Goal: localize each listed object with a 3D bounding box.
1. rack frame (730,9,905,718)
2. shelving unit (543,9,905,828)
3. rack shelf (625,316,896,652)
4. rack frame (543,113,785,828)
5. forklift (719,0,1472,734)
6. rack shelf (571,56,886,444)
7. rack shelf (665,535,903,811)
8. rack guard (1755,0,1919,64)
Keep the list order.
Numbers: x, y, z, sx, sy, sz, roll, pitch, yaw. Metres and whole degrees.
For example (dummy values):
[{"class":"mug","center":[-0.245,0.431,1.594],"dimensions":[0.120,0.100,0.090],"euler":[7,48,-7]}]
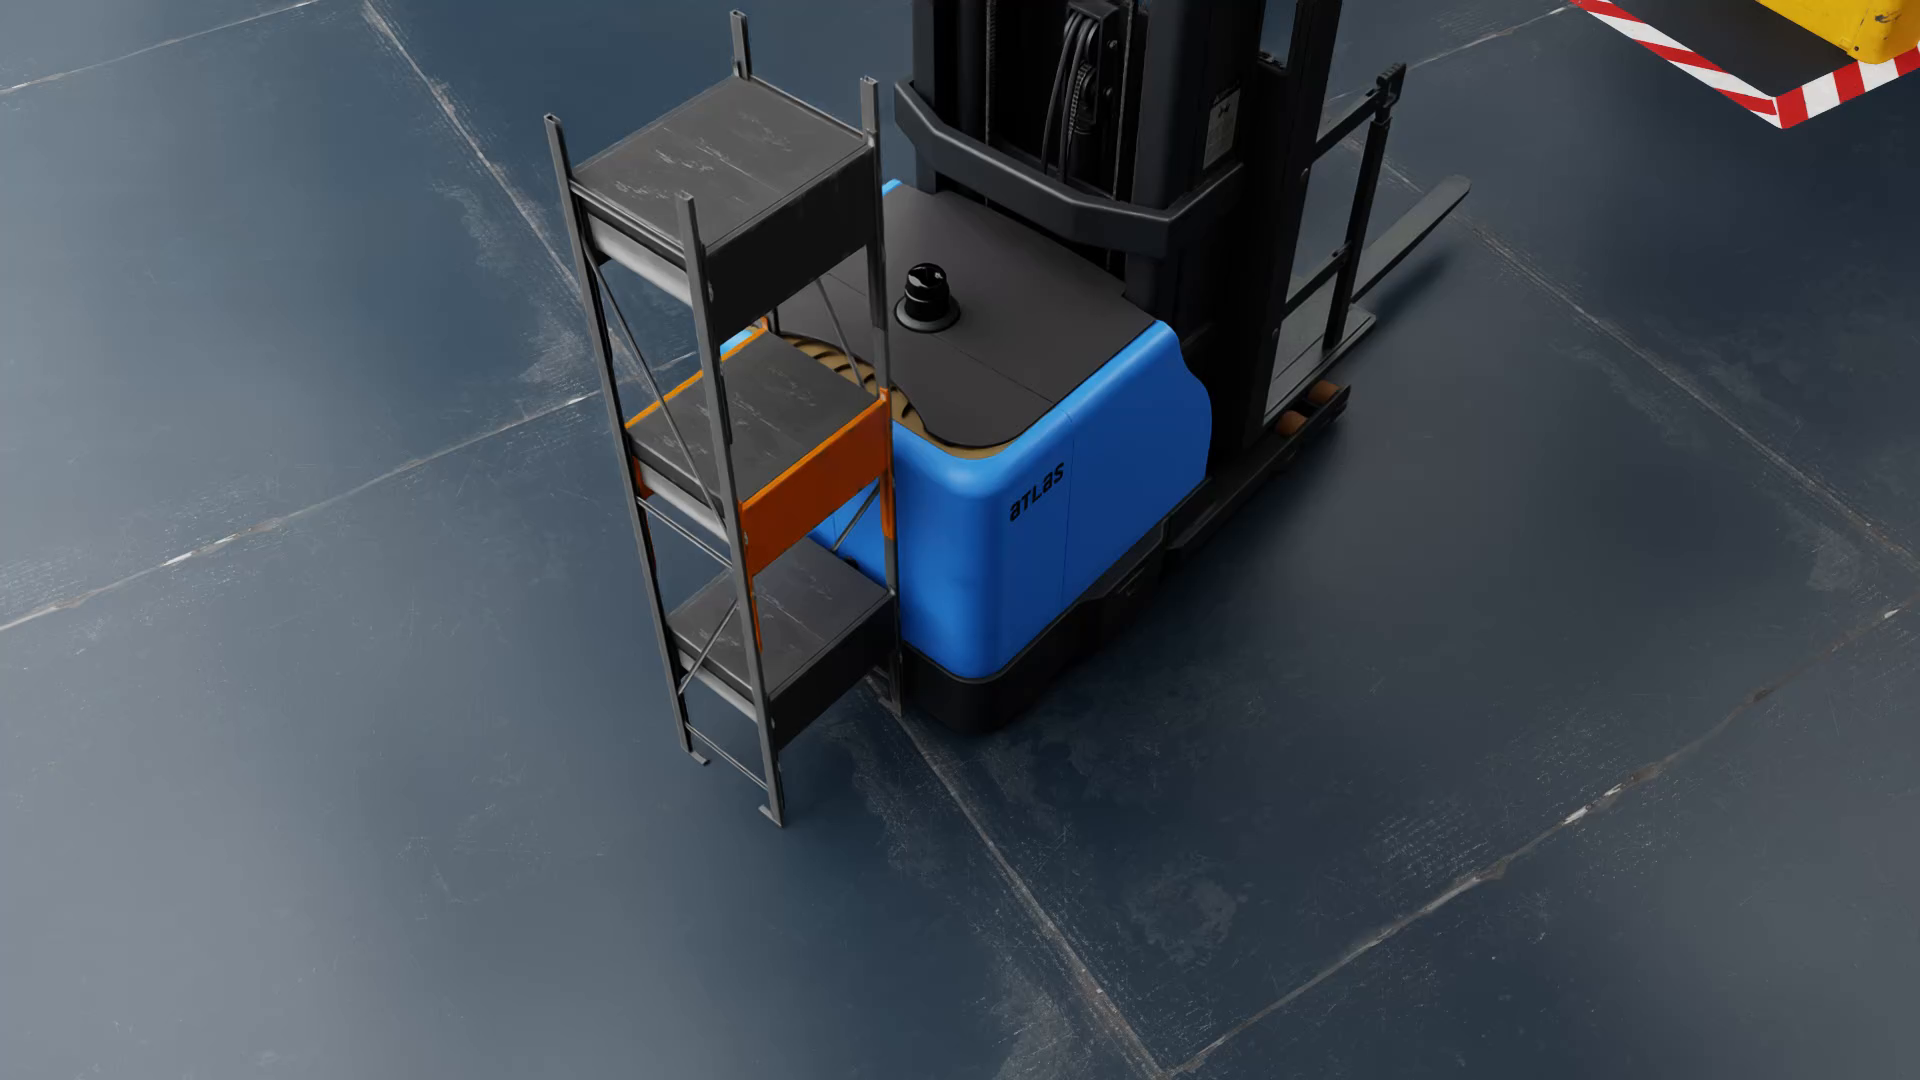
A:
[{"class":"rack frame","center":[-0.315,-0.287,4.100],"dimensions":[0.400,2.100,0.015],"euler":[33,56,26]},{"class":"shelving unit","center":[-0.475,-0.149,3.977],"dimensions":[0.431,2.100,0.503],"euler":[33,56,26]},{"class":"rack shelf","center":[-0.475,-0.140,3.987],"dimensions":[0.431,0.518,0.480],"euler":[33,56,26]},{"class":"rack frame","center":[-0.634,-0.011,3.854],"dimensions":[0.400,2.100,0.015],"euler":[33,56,26]},{"class":"forklift","center":[0.646,-1.459,4.587],"dimensions":[1.130,2.935,3.031],"euler":[33,56,26]},{"class":"rack shelf","center":[-0.475,-0.606,3.464],"dimensions":[0.431,0.518,0.480],"euler":[33,56,26]},{"class":"rack shelf","center":[-0.475,0.325,4.510],"dimensions":[0.431,0.518,0.480],"euler":[33,56,26]},{"class":"rack guard","center":[3.687,-2.600,7.231],"dimensions":[0.348,0.500,1.175],"euler":[-25,53,-21]}]
